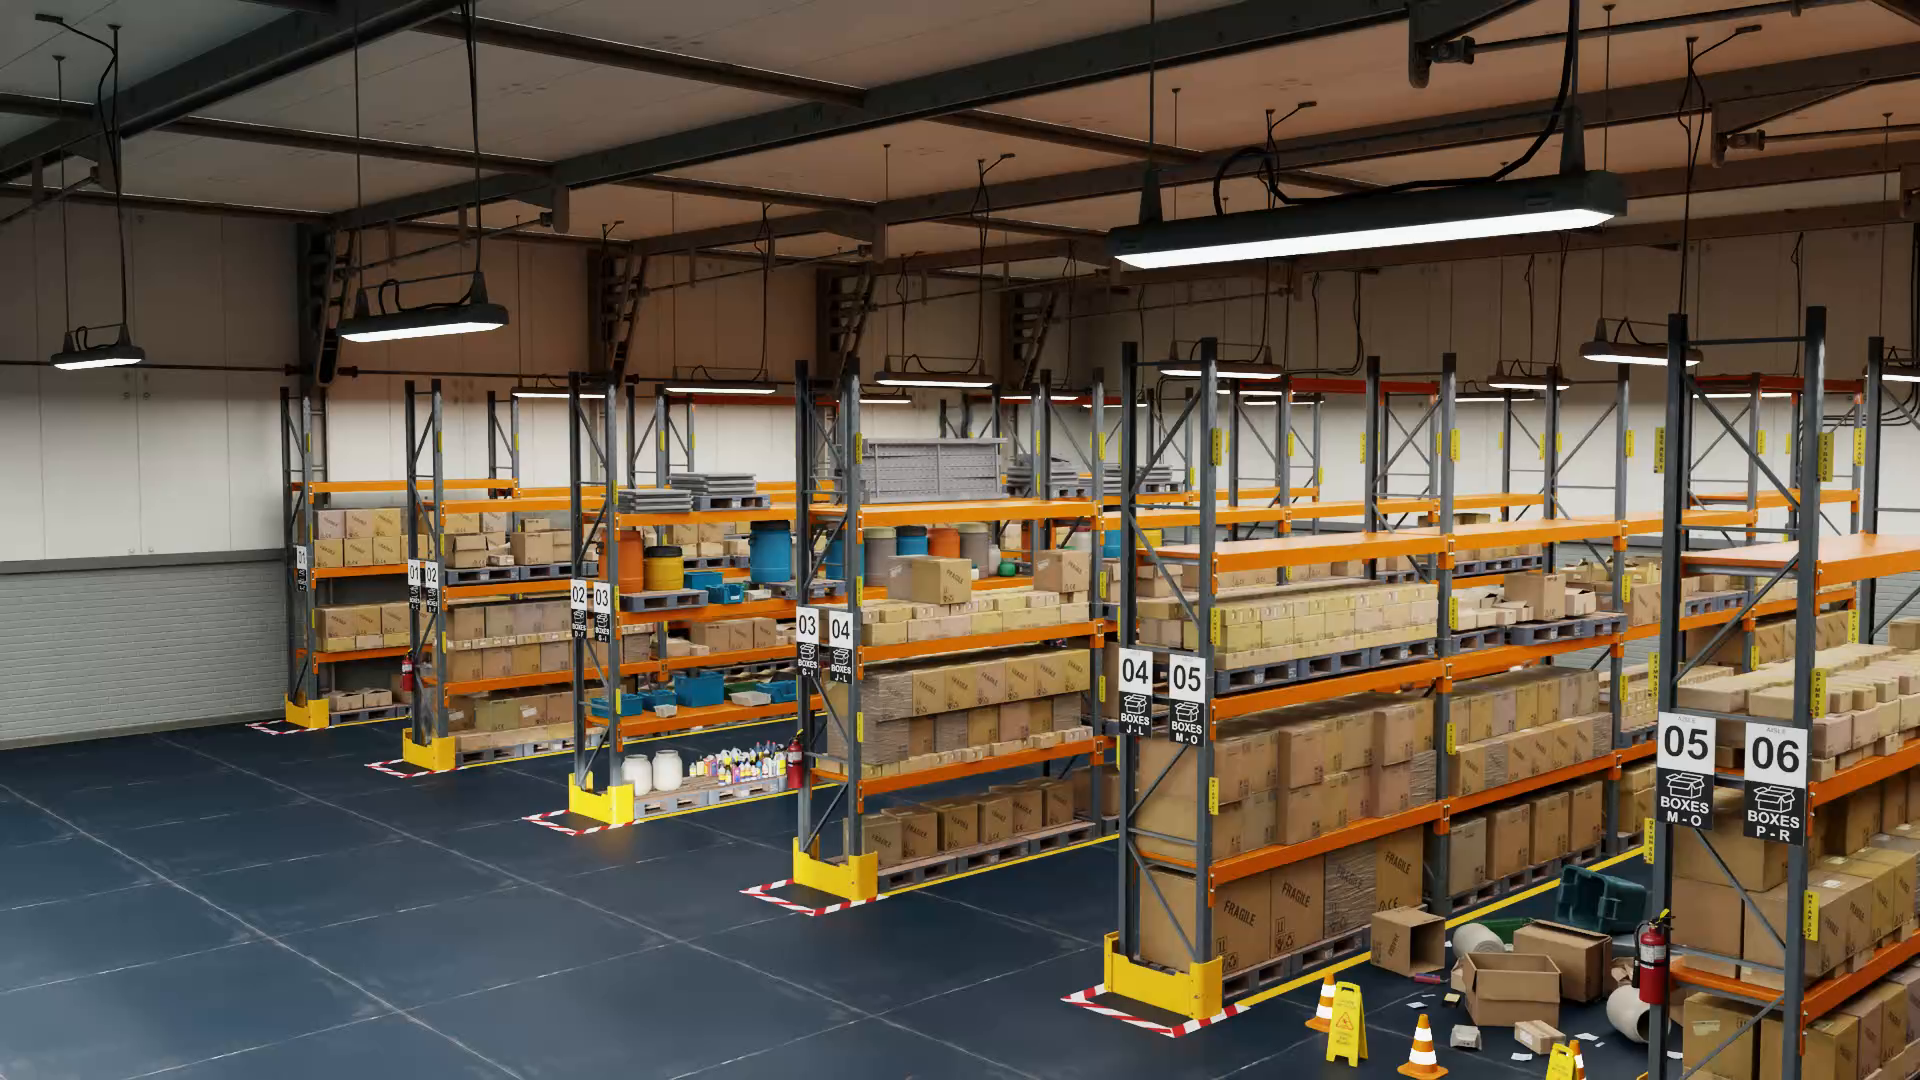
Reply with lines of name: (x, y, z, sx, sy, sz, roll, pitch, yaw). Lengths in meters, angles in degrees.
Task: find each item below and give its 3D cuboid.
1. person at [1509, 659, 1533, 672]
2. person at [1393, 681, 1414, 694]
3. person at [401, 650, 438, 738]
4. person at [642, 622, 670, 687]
person: (8.791, 2.625, 25.965, 0.676, 1.794, 0.767, 2, 4, 32)
person: (6.449, 2.773, 24.016, 0.701, 1.718, 0.601, 3, 5, 41)
person: (-8.887, 2.608, 27.639, 0.748, 1.583, 0.550, -2, 4, -32)
person: (-5.673, 2.319, 31.086, 0.574, 1.655, 0.969, 3, 5, 37)
